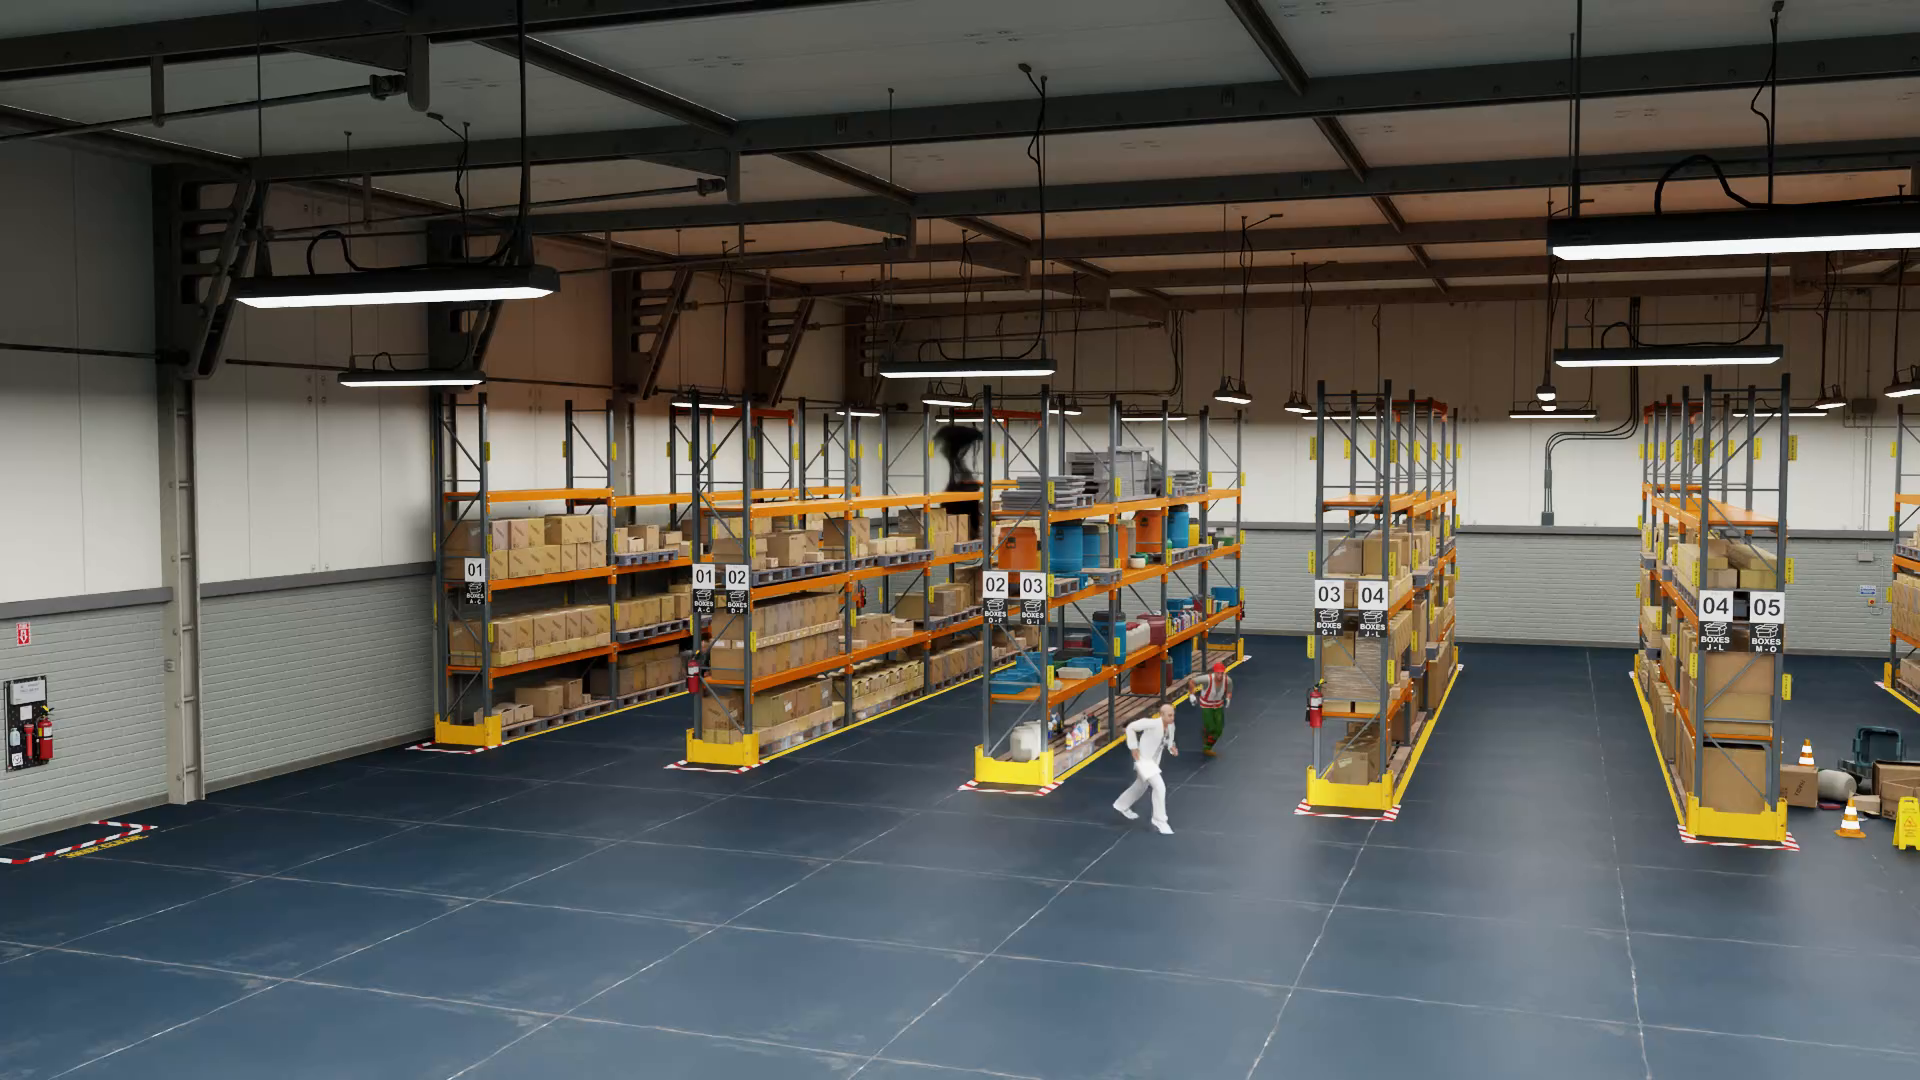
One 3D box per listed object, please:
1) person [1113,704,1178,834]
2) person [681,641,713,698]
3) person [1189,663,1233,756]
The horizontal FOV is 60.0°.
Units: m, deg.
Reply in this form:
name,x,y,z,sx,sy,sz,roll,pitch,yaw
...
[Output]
name,x,y,z,sx,sy,sz,roll,pitch,yaw
person,2.431,3.009,22.080,0.749,1.744,1.058,-3,4,-42
person,-4.797,2.600,30.611,0.685,1.543,0.865,0,3,-6
person,4.102,2.766,27.164,0.694,1.590,0.828,-1,3,-11
